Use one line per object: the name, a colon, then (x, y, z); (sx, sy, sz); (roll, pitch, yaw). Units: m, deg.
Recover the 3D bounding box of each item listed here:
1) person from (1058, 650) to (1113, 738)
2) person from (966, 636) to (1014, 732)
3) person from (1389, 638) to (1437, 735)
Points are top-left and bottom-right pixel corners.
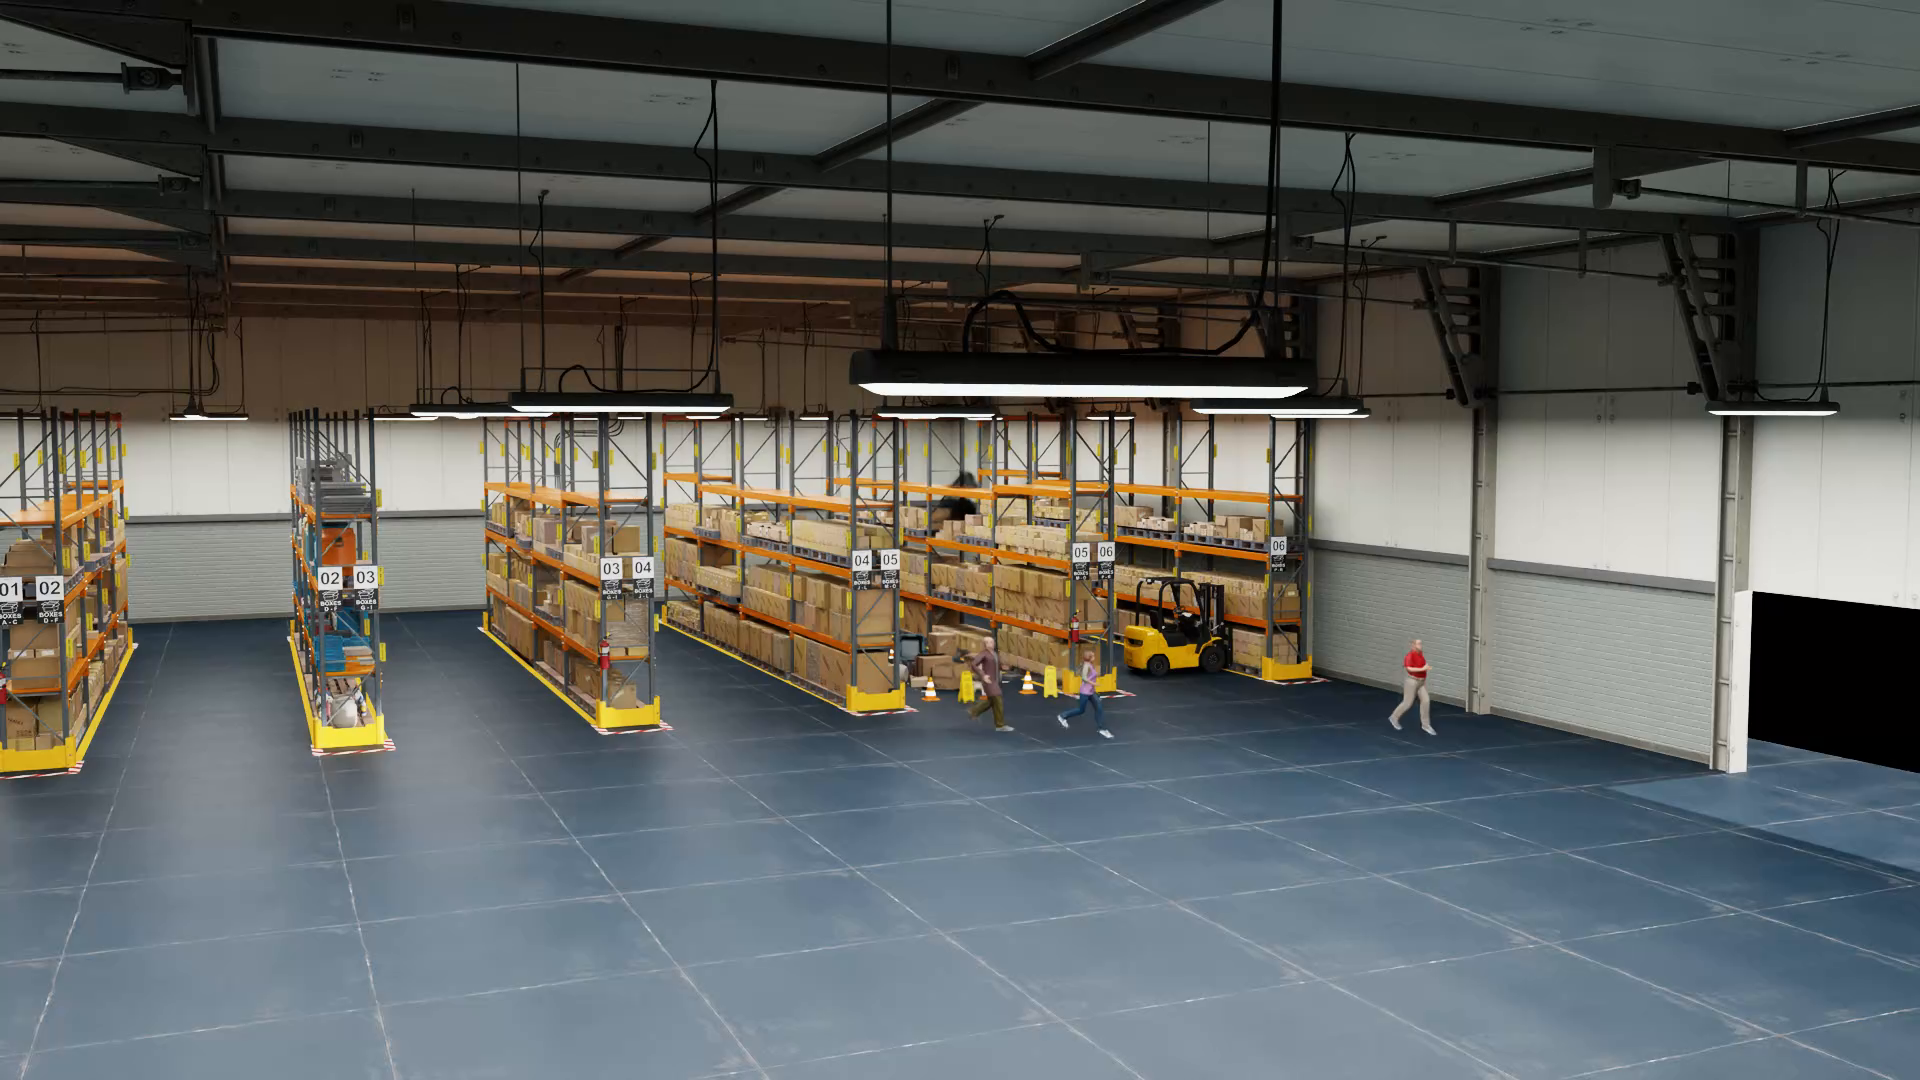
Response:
person: (2.286, 2.810, 30.364); (1.035, 1.596, 0.510); (2, 4, 23)
person: (0.548, 2.707, 30.922); (1.017, 1.669, 0.716); (2, 4, 25)
person: (8.392, 2.690, 30.774); (0.681, 1.764, 0.908); (-4, 6, -45)
